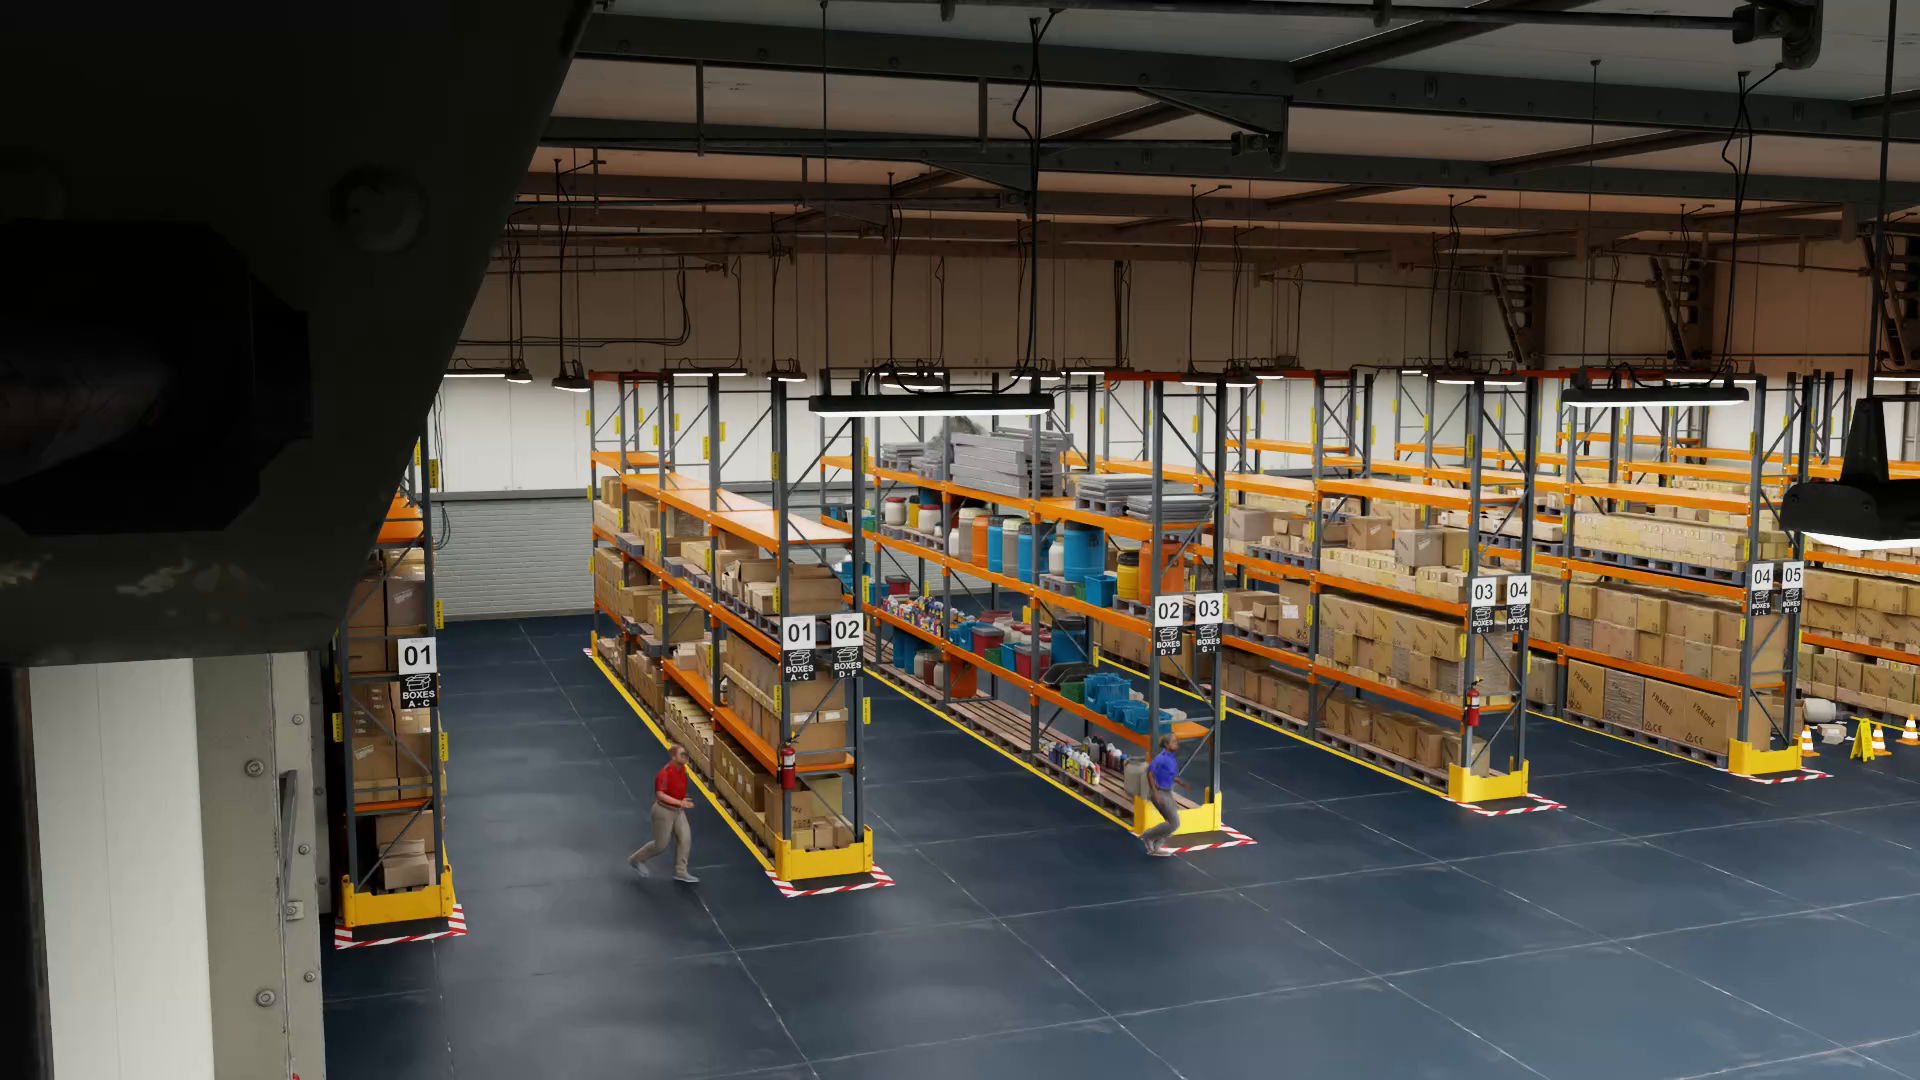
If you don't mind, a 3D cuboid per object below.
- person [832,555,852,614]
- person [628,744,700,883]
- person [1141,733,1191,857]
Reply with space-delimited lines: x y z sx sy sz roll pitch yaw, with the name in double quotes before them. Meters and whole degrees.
"person" -2.918 1.202 38.721 1.038 1.720 0.752 -1 7 -12
"person" -3.562 3.275 19.972 0.907 1.695 0.651 2 7 21
"person" 2.600 3.210 20.905 0.596 1.581 0.613 2 7 21
